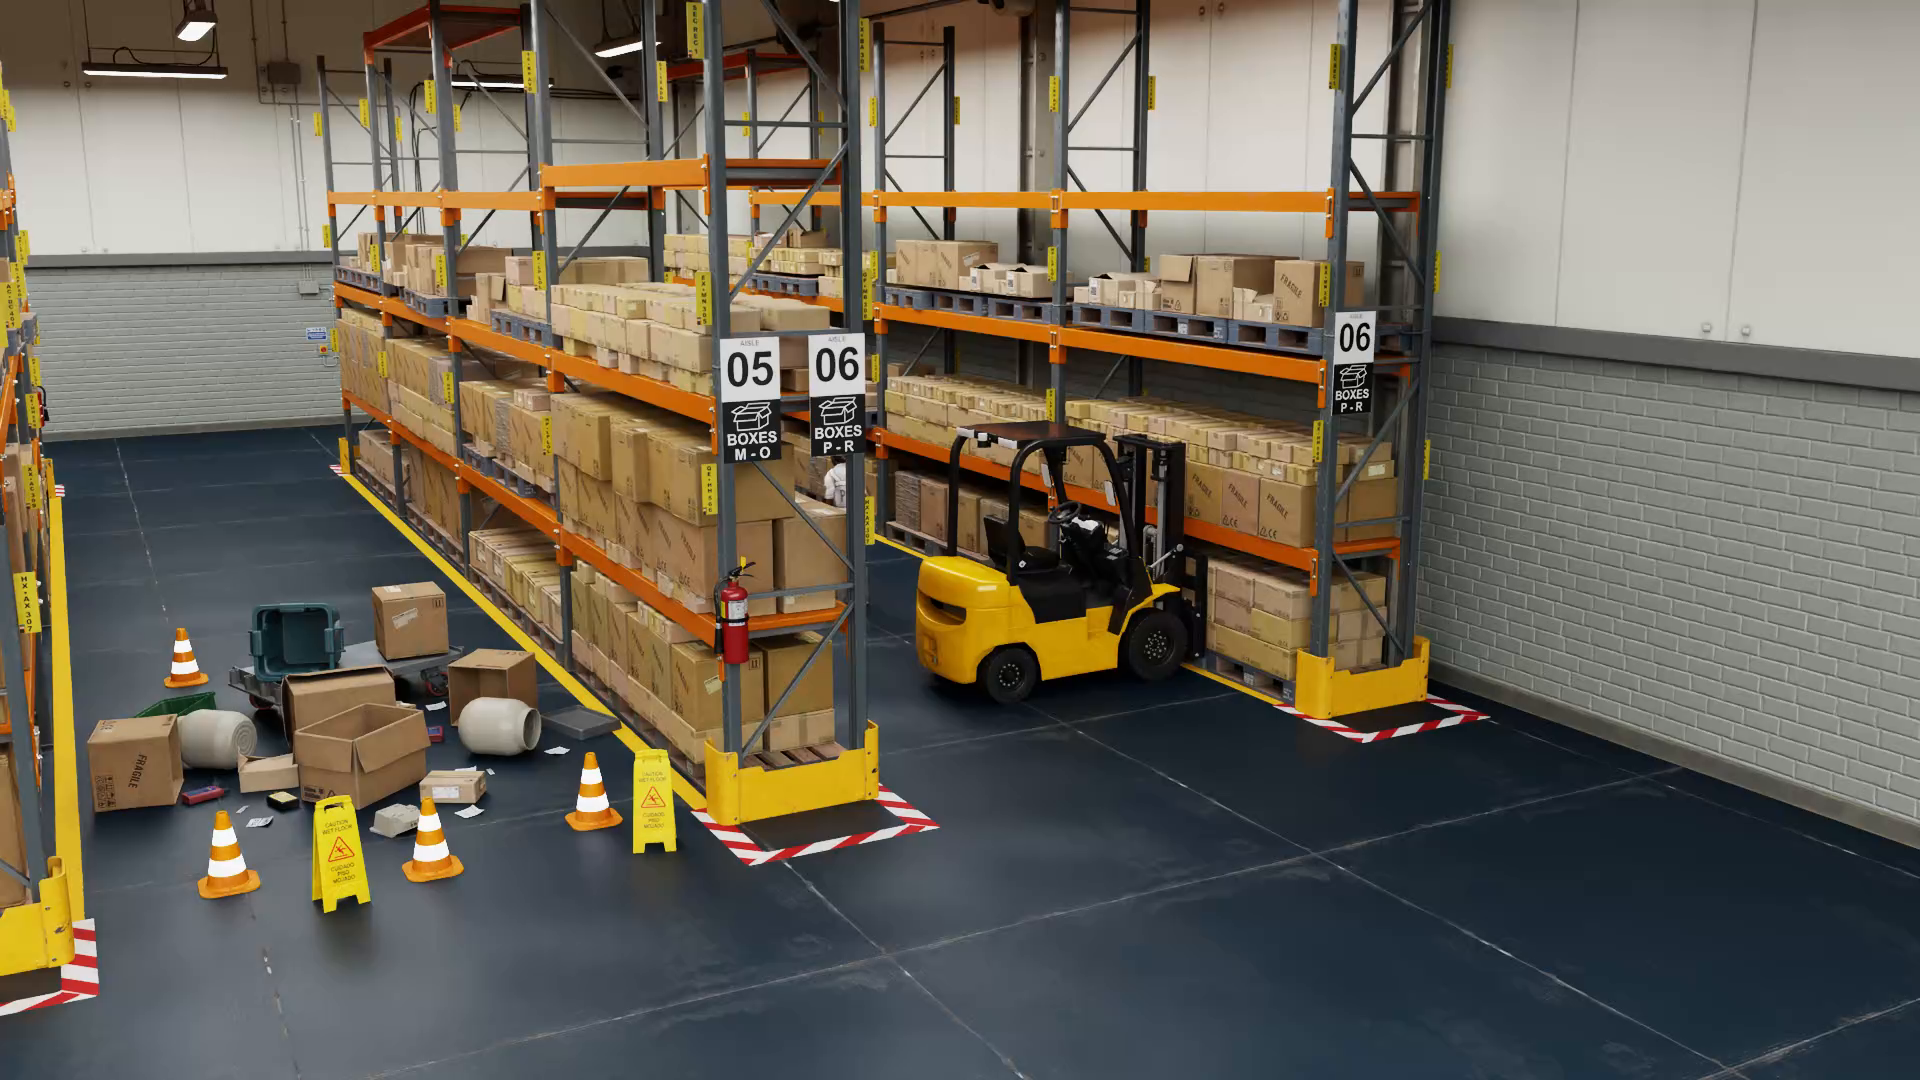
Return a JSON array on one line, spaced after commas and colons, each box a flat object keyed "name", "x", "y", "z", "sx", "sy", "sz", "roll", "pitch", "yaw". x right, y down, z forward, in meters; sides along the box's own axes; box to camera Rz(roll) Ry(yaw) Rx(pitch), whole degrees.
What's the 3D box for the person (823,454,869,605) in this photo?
[{"name": "person", "x": -1.150, "y": -0.152, "z": 16.679, "sx": 0.524, "sy": 1.660, "sz": 0.418, "roll": -7, "pitch": 14, "yaw": -30}]
